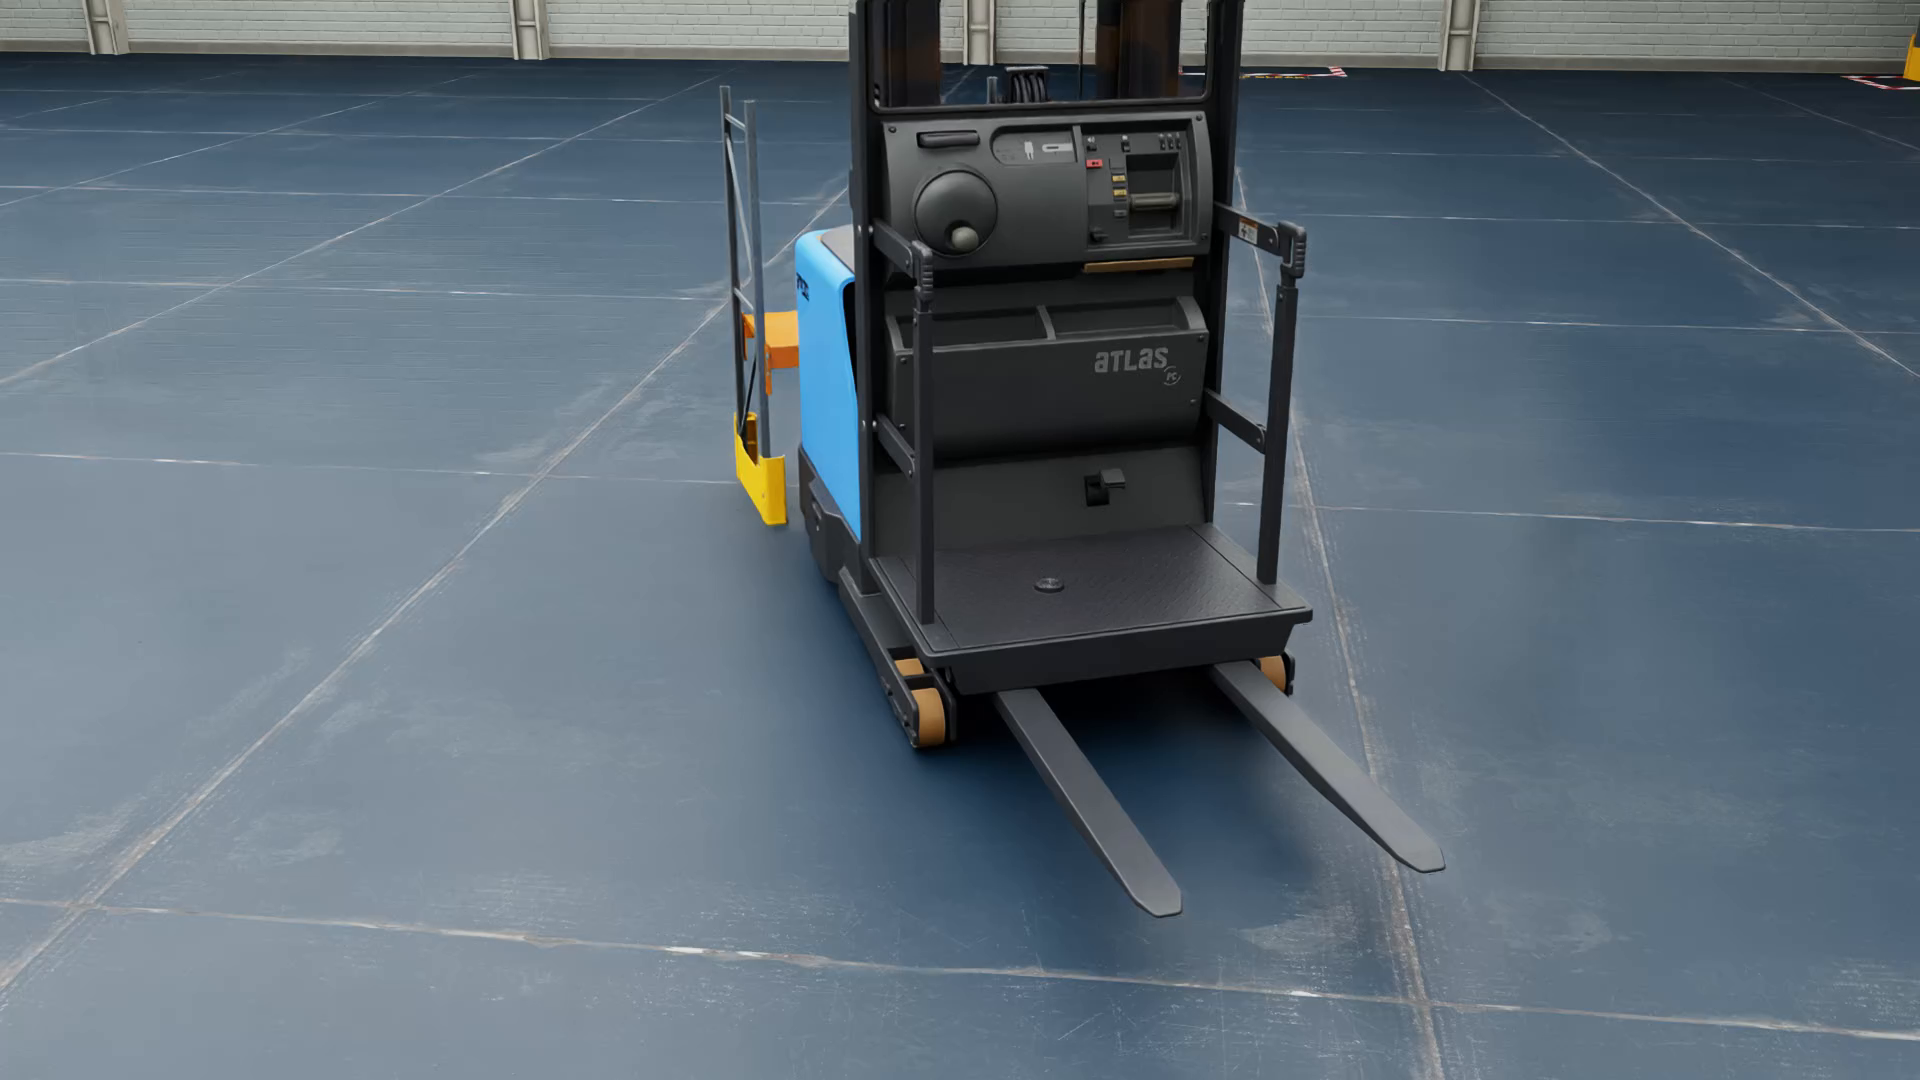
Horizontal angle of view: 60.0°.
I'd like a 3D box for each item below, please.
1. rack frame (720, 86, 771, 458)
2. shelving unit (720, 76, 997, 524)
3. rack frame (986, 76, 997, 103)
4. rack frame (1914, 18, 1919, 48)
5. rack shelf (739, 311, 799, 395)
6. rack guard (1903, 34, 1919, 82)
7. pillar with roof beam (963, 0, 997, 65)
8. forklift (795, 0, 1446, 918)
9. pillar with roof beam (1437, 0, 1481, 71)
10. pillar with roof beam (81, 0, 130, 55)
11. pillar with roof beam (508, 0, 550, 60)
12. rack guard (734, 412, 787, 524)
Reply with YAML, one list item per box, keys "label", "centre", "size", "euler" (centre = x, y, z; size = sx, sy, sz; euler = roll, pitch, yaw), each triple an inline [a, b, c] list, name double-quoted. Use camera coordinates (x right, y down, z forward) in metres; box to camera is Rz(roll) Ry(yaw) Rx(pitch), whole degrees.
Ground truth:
- label: "rack frame"
  centre: [-0.779, -0.860, 6.076]
  size: [0.032, 1.500, 0.500]
  euler: [-7, 23, -17]
- label: "shelving unit"
  centre: [-0.287, -0.919, 6.224]
  size: [1.083, 1.500, 0.587]
  euler: [-7, 23, -17]
- label: "rack frame"
  centre: [0.188, -0.975, 6.367]
  size: [0.032, 1.500, 0.500]
  euler: [-7, 23, -17]
- label: "rack frame"
  centre: [11.373, -6.755, 18.945]
  size: [0.127, 3.000, 1.000]
  euler: [2, 22, 6]
- label: "rack shelf"
  centre: [-0.295, -0.750, 6.287]
  size: [1.000, 0.185, 0.538]
  euler: [-7, 23, -17]
- label: "rack guard"
  centre: [11.449, -5.589, 19.396]
  size: [0.348, 0.500, 1.175]
  euler: [2, 22, 6]
- label: "pillar with roof beam"
  centre: [-0.253, -8.777, 15.902]
  size: [0.400, 9.000, 9.100]
  euler: [2, 22, 6]
- label: "forklift"
  centre: [0.311, -0.957, 4.374]
  size: [1.130, 2.935, 3.031]
  euler: [-6, 22, -15]
- label: "pillar with roof beam"
  centre: [5.705, -8.518, 15.245]
  size: [0.400, 9.000, 9.100]
  euler: [2, 22, 6]
- label: "pillar with roof beam"
  centre: [-12.170, -9.297, 17.215]
  size: [0.400, 9.000, 9.100]
  euler: [2, 22, 6]
- label: "pillar with roof beam"
  centre: [-6.211, -9.037, 16.559]
  size: [0.400, 9.000, 9.100]
  euler: [2, 22, 6]
- label: "rack guard"
  centre: [-0.761, -0.281, 6.311]
  size: [0.087, 0.250, 0.587]
  euler: [-7, 23, -17]
